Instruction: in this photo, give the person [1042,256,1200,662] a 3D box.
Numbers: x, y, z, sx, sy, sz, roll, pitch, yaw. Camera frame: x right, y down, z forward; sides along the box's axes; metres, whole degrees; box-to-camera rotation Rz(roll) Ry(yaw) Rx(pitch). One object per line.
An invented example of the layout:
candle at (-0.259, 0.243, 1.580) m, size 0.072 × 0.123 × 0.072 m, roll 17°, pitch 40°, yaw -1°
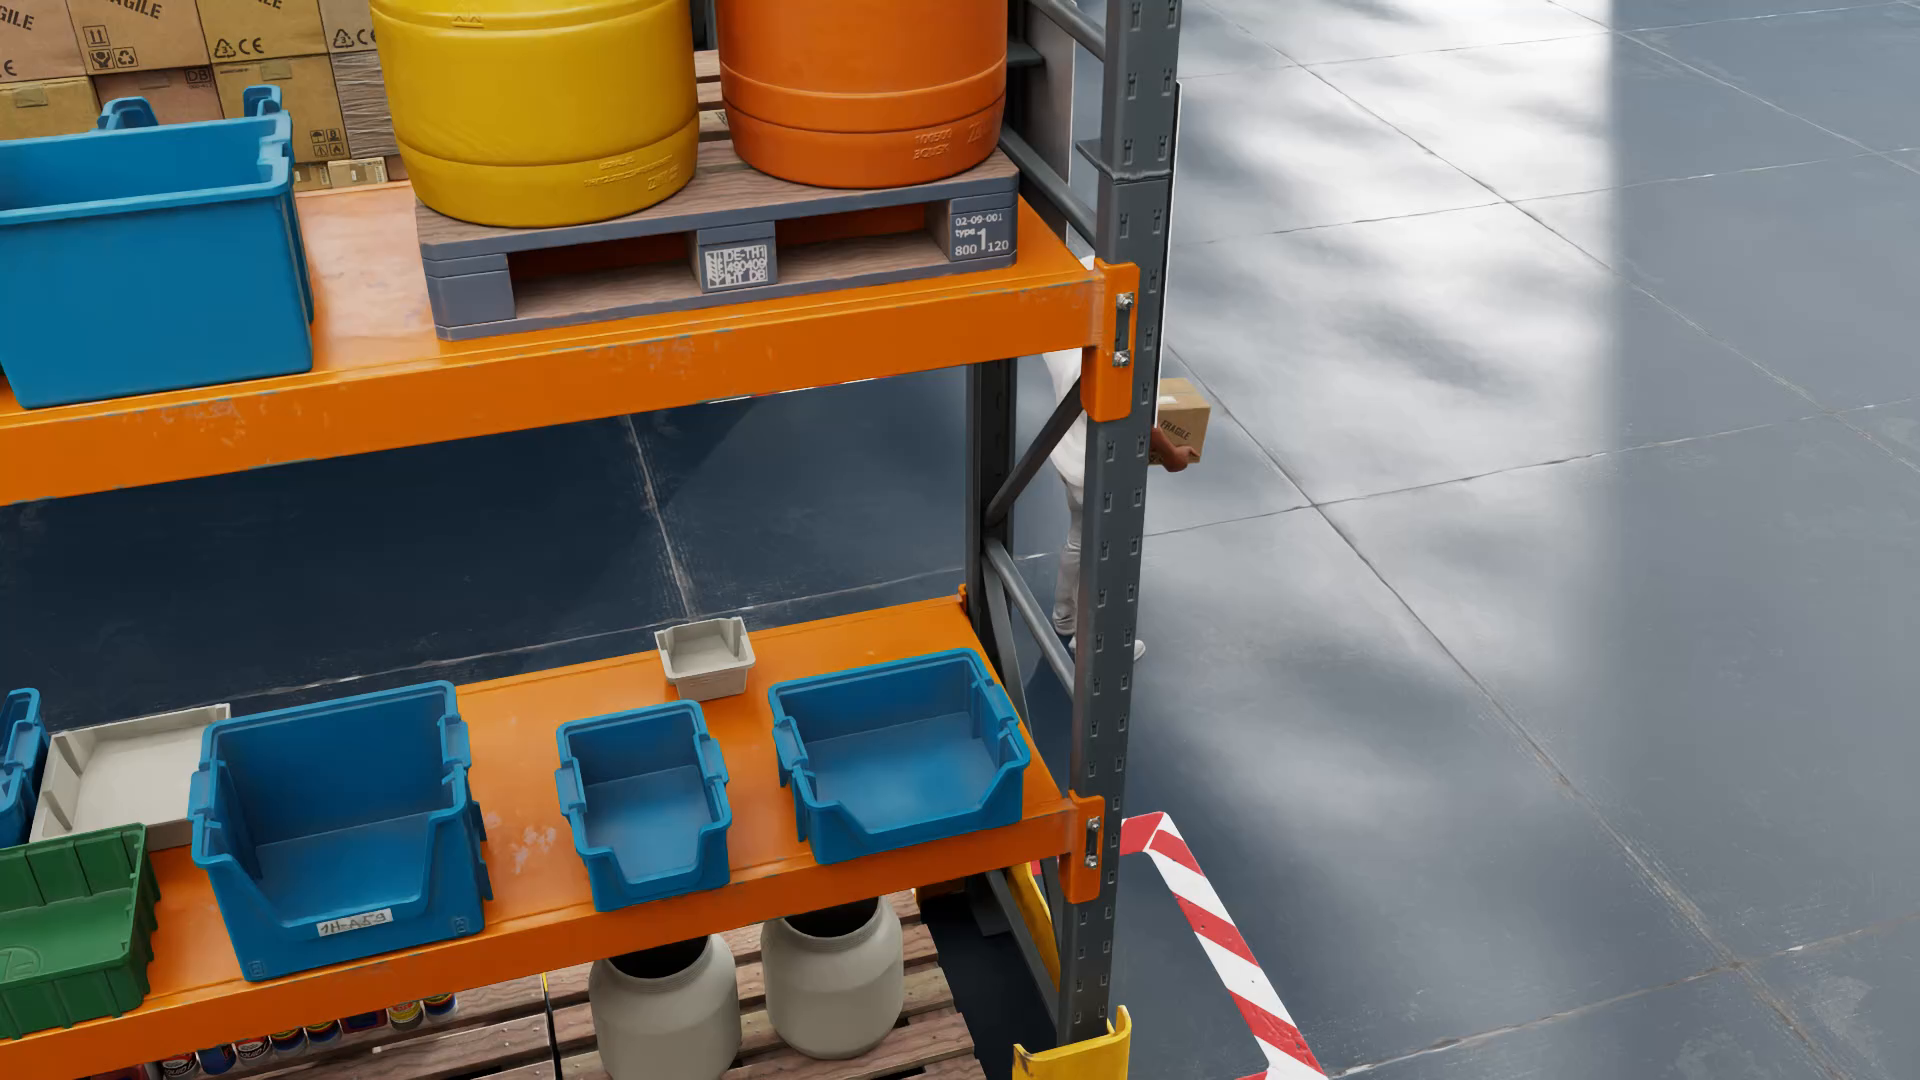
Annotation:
person at (0.622, -0.319, 6.603) m, size 0.577 × 1.760 × 0.503 m, roll -10°, pitch 35°, yaw -14°
